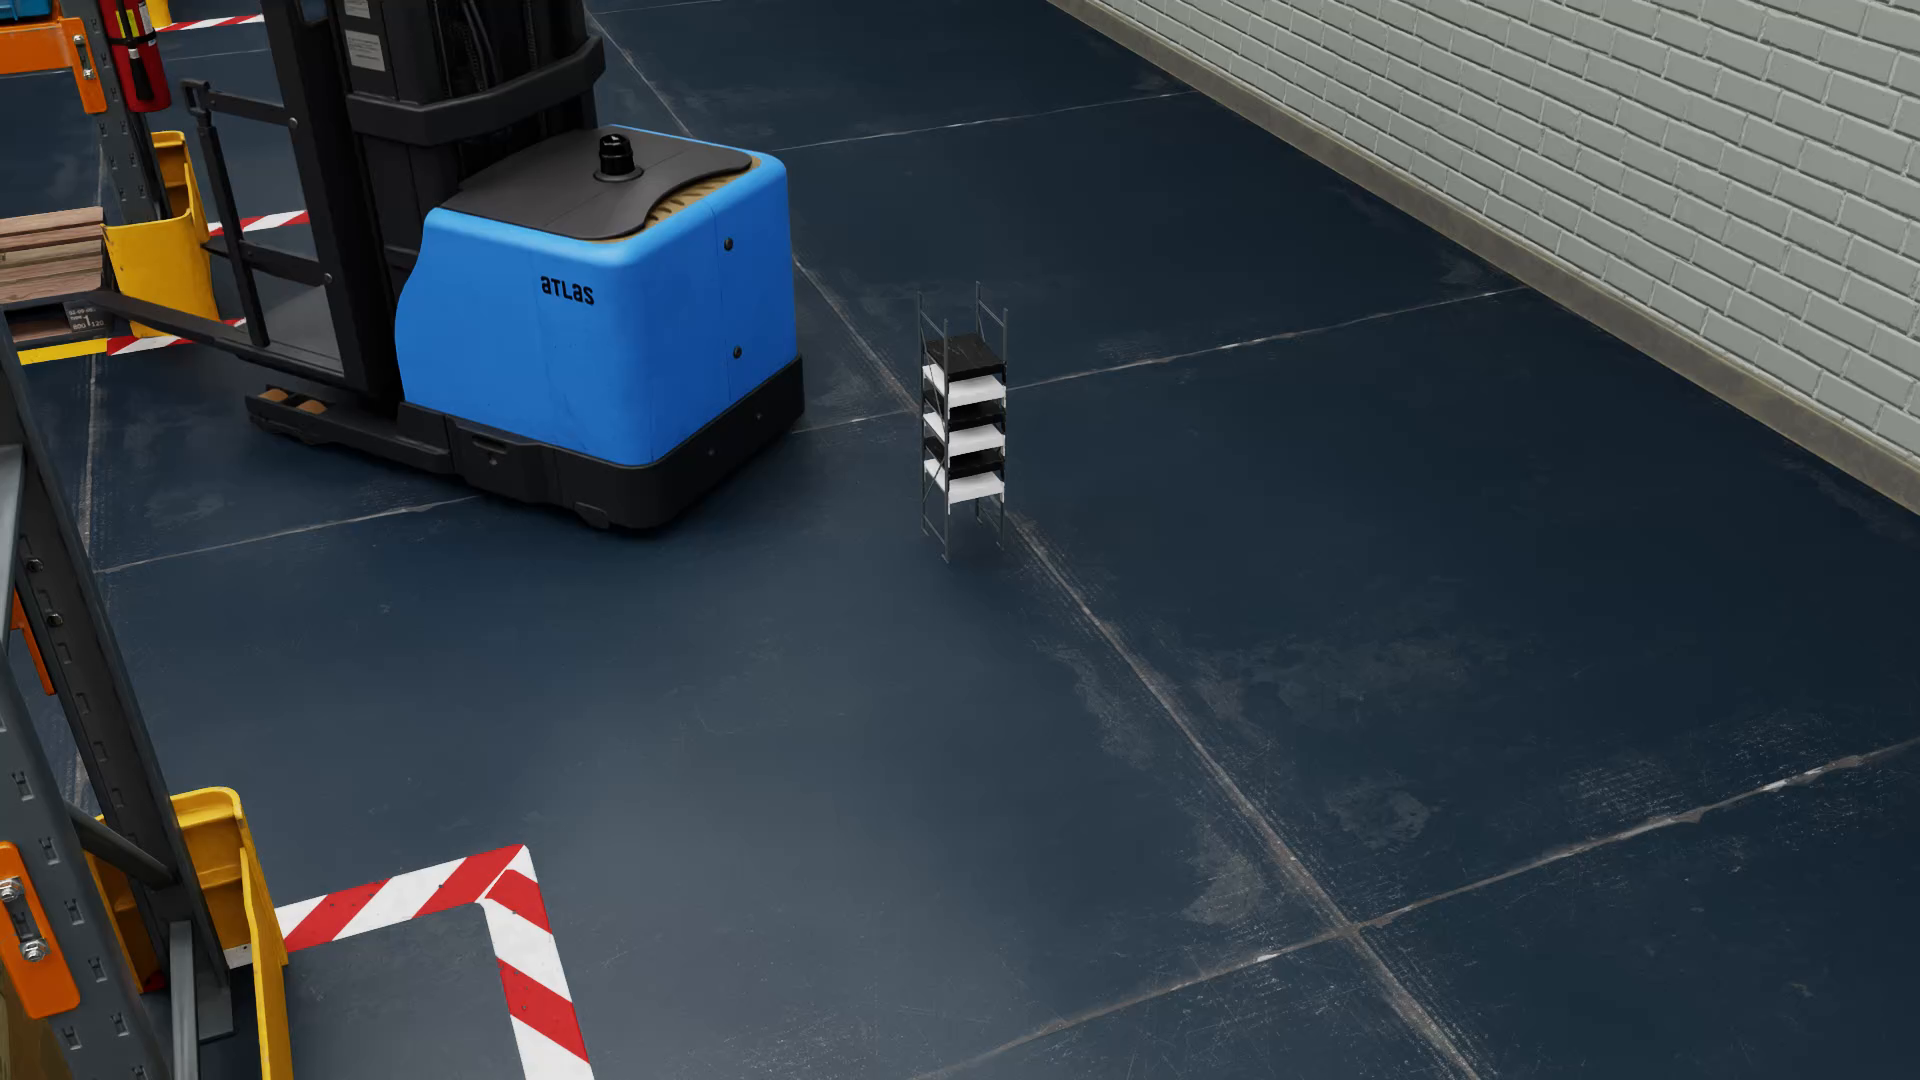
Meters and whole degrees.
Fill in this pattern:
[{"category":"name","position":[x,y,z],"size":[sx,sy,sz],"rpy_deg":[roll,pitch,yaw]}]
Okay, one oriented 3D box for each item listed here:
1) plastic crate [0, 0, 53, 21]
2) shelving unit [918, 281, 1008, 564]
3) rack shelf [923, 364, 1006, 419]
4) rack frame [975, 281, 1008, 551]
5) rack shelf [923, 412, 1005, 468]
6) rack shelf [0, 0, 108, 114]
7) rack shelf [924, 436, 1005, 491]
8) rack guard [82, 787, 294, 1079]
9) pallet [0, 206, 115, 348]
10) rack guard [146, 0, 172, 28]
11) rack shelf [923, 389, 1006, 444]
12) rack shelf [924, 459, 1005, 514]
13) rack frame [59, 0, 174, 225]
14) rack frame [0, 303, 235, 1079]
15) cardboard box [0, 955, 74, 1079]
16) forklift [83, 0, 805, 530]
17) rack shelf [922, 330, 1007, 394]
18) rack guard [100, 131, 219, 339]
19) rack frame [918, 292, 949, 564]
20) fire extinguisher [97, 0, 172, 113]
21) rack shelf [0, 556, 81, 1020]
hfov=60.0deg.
[{"category":"plastic crate","position":[-3.826,-2.296,6.441],"size":[0.499,0.435,0.616],"rpy_deg":[-13,35,-19]},{"category":"shelving unit","position":[0.007,-0.379,5.507],"size":[0.210,0.900,0.258],"rpy_deg":[-13,35,-19]},{"category":"rack shelf","position":[0.007,-0.502,5.427],"size":[0.200,0.077,0.258],"rpy_deg":[-13,35,-19]},{"category":"rack frame","position":[0.101,-0.400,5.540],"size":[0.006,0.900,0.240],"rpy_deg":[-13,35,-19]},{"category":"rack shelf","position":[0.007,-0.351,5.525],"size":[0.200,0.077,0.258],"rpy_deg":[-13,35,-19]},{"category":"rack shelf","position":[-5.434,-1.697,6.267],"size":[4.000,0.370,1.077],"rpy_deg":[-13,35,-19]},{"category":"rack shelf","position":[0.007,-0.276,5.574],"size":[0.200,0.077,0.258],"rpy_deg":[-13,35,-19]},{"category":"rack guard","position":[-1.650,1.112,3.582],"size":[0.348,0.500,1.175],"rpy_deg":[-13,35,-19]},{"category":"pallet","position":[-4.365,-1.097,7.243],"size":[1.213,0.211,1.003],"rpy_deg":[-13,35,-19]},{"category":"rack guard","position":[-5.574,-3.849,11.207],"size":[0.348,0.500,1.175],"rpy_deg":[-13,35,-19]},{"category":"rack shelf","position":[0.007,-0.426,5.476],"size":[0.200,0.077,0.258],"rpy_deg":[-13,35,-19]},{"category":"rack shelf","position":[0.007,-0.200,5.624],"size":[0.200,0.077,0.258],"rpy_deg":[-13,35,-19]},{"category":"rack frame","position":[-3.589,-2.421,6.720],"size":[0.127,3.000,1.000],"rpy_deg":[-13,35,-19]},{"category":"rack frame","position":[-1.672,0.070,2.892],"size":[0.127,3.000,1.000],"rpy_deg":[-13,35,-19]},{"category":"cardboard box","position":[-2.231,0.960,3.088],"size":[0.875,0.875,0.875],"rpy_deg":[-13,35,-19]},{"category":"forklift","position":[-2.142,-1.825,5.868],"size":[3.031,2.935,1.130],"rpy_deg":[16,36,23]},{"category":"rack shelf","position":[0.007,-0.577,5.378],"size":[0.200,0.077,0.258],"rpy_deg":[-13,35,-19]},{"category":"rack guard","position":[-3.572,-1.385,7.420],"size":[0.348,0.500,1.175],"rpy_deg":[-13,35,-19]},{"category":"rack frame","position":[-0.086,-0.357,5.474],"size":[0.006,0.900,0.240],"rpy_deg":[-13,35,-19]},{"category":"fire extinguisher","position":[-3.274,-2.035,6.541],"size":[0.183,0.674,0.296],"rpy_deg":[-13,35,-19]},{"category":"rack shelf","position":[-3.516,0.794,2.440],"size":[4.000,0.370,1.077],"rpy_deg":[-13,35,-19]}]
